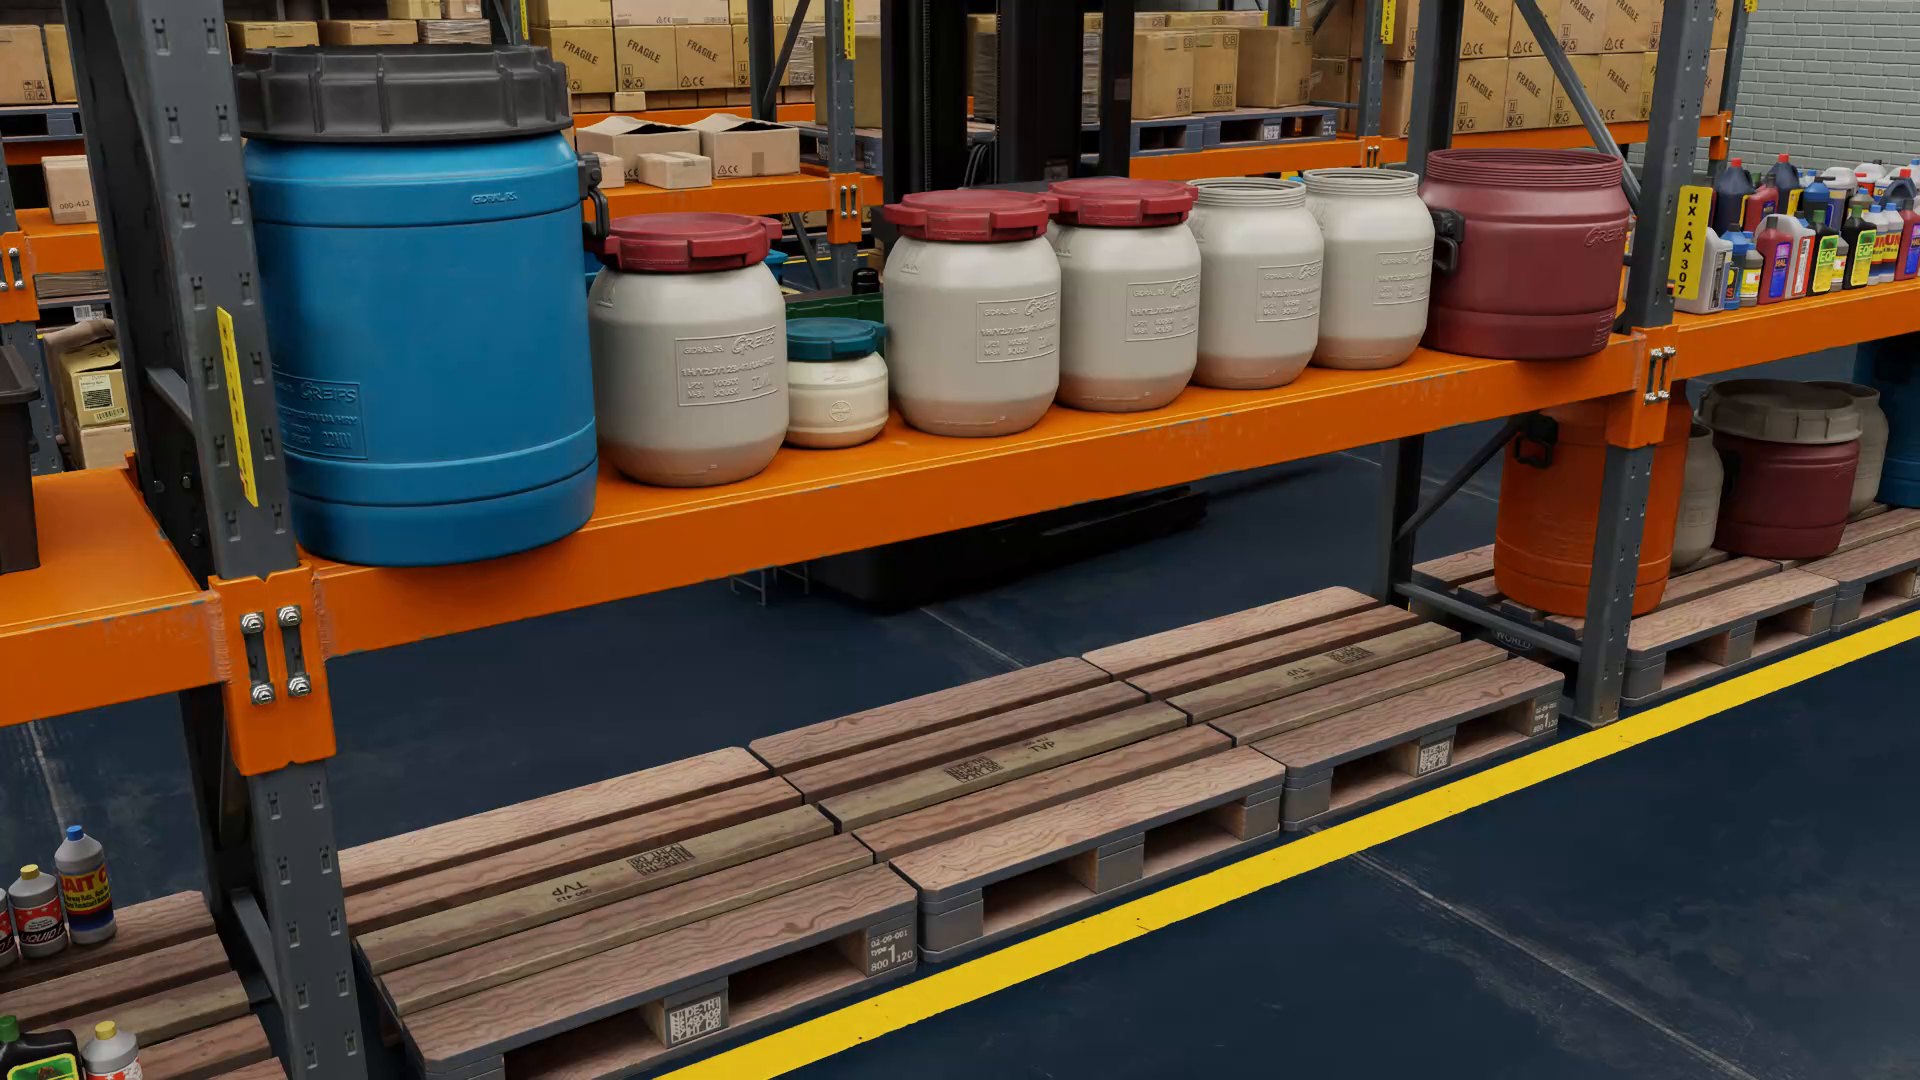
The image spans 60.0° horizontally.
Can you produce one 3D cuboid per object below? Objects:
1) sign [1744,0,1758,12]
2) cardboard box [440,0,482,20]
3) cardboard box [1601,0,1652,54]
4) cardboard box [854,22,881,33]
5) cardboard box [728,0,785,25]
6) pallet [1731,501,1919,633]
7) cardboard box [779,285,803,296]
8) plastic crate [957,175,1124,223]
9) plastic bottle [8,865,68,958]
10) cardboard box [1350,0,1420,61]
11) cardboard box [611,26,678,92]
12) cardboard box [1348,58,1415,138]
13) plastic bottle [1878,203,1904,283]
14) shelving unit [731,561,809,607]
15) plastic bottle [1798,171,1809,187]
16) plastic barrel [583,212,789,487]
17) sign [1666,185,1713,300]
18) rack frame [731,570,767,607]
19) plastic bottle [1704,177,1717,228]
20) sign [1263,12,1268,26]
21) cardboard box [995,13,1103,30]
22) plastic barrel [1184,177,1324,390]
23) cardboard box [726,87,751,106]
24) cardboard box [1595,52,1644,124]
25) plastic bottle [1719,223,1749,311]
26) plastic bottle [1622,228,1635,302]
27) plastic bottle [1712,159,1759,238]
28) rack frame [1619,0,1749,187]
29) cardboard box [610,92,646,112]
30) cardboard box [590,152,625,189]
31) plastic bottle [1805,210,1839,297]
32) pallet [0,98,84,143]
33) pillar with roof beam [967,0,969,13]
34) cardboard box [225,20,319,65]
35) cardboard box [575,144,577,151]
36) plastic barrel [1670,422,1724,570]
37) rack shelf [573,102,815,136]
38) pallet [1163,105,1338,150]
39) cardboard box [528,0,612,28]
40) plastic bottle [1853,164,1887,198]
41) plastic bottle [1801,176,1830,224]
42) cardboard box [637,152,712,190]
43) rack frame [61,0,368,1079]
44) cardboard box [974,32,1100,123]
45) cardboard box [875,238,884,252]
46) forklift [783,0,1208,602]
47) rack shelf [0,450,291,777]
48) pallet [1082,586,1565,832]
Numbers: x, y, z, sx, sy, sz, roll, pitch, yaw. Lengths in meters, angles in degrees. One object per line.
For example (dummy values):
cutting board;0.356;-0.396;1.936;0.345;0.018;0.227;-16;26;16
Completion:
sign;6.086;-4.225;12.757;0.005;0.325;0.100;-12;22;-31
cardboard box;-3.883;-4.088;12.798;0.250;0.149;0.380;-16;24;-38
cardboard box;4.725;-3.866;12.279;0.500;0.500;0.500;-11;22;-30
cardboard box;-0.938;-4.255;14.496;0.500;0.500;0.500;-12;22;-31
cardboard box;-1.804;-4.434;13.853;0.500;0.250;0.500;-12;22;-33
pallet;3.491;0.013;6.876;1.213;0.211;1.003;-12;22;-31
cardboard box;-1.186;-1.274;9.090;0.500;0.311;0.500;-11;22;-30
plastic crate;0.320;-0.772;4.744;0.583;0.464;0.402;-12;22;-31
plastic bottle;-2.095;0.835;3.775;0.097;0.201;0.097;0;19;0
cardboard box;3.005;-3.503;11.205;0.500;0.500;0.500;-11;22;-30
cardboard box;-2.622;-3.899;13.441;0.500;0.500;0.500;-11;22;-30
cardboard box;3.033;-3.038;11.393;0.500;0.500;0.500;-11;22;-30
plastic bottle;3.260;-1.049;5.864;0.097;0.271;0.097;0;19;0
shelving unit;-0.753;-0.217;6.478;0.210;0.900;0.258;-15;24;-38
plastic bottle;3.422;-1.374;6.826;0.097;0.271;0.097;0;19;0
plastic barrel;-0.584;-0.414;3.573;0.433;0.535;0.433;0;19;0
sign;2.146;-0.875;4.896;0.005;0.325;0.100;-12;22;-31
rack frame;-0.830;-0.197;6.415;0.006;0.900;0.240;-15;24;-38
plastic bottle;2.895;-1.275;6.516;0.133;0.283;0.061;-12;22;-31
sign;2.152;-3.528;11.645;0.005;0.325;0.100;-12;22;-31
cardboard box;0.804;-4.659;15.874;0.700;0.700;0.980;-13;22;-33
plastic barrel;0.744;-0.684;4.411;0.421;0.512;0.421;0;19;0
cardboard box;-1.934;-3.754;14.025;0.250;0.149;0.380;-12;22;-31
cardboard box;4.722;-3.396;12.449;0.500;0.500;0.500;-12;22;-31
plastic bottle;2.488;-0.886;5.383;0.097;0.271;0.097;0;19;0
plastic bottle;2.293;-0.916;5.464;0.135;0.276;0.152;-12;22;-31
plastic bottle;3.051;-1.324;6.555;0.185;0.351;0.144;-12;22;-31
rack frame;5.798;-3.679;13.443;0.127;3.000;1.000;-12;22;-31
cardboard box;-2.725;-3.547;13.413;0.250;0.149;0.380;-11;22;-30
cardboard box;-1.918;-1.911;8.606;0.250;0.149;0.380;-10;21;-27
plastic bottle;2.900;-0.971;5.617;0.133;0.283;0.061;-12;22;-31
pallet;-6.234;-2.894;11.422;1.213;0.211;1.003;-12;22;-31
pillar with roof beam;2.206;-6.344;11.958;0.400;9.000;9.100;-12;22;-31
cardboard box;-5.027;-3.539;12.186;0.500;0.500;0.700;-12;22;-31
cardboard box;-2.925;-2.869;13.748;0.750;0.750;0.750;-12;22;-32
plastic barrel;2.659;-0.179;6.318;0.421;0.512;0.421;0;19;0
rack shelf;-1.941;-3.605;14.349;4.000;0.370;1.077;-12;22;-31
pallet;1.730;-2.772;11.059;1.213;0.211;1.003;-12;22;-31
cardboard box;-3.066;-4.163;13.053;0.500;0.250;0.500;-11;22;-30
plastic bottle;3.809;-1.447;7.035;0.135;0.276;0.152;-12;22;-31
plastic bottle;3.420;-1.318;6.661;0.097;0.271;0.097;0;19;0
cardboard box;-1.483;-1.918;8.628;0.250;0.149;0.380;-12;22;-31
rack frame;-1.503;-0.239;3.270;0.127;3.000;1.000;-12;22;-31
cardboard box;0.449;-2.767;9.934;0.500;0.500;0.700;-8;20;-21
cardboard box;-0.187;-1.888;10.190;0.500;0.250;0.500;-11;22;-29
forklift;0.475;-1.519;7.161;3.031;2.935;1.130;-15;24;-38
rack shelf;-3.174;0.454;2.343;4.000;0.370;1.077;-12;22;-31
pallet;1.169;0.503;5.427;1.213;0.211;1.003;-12;22;-31
